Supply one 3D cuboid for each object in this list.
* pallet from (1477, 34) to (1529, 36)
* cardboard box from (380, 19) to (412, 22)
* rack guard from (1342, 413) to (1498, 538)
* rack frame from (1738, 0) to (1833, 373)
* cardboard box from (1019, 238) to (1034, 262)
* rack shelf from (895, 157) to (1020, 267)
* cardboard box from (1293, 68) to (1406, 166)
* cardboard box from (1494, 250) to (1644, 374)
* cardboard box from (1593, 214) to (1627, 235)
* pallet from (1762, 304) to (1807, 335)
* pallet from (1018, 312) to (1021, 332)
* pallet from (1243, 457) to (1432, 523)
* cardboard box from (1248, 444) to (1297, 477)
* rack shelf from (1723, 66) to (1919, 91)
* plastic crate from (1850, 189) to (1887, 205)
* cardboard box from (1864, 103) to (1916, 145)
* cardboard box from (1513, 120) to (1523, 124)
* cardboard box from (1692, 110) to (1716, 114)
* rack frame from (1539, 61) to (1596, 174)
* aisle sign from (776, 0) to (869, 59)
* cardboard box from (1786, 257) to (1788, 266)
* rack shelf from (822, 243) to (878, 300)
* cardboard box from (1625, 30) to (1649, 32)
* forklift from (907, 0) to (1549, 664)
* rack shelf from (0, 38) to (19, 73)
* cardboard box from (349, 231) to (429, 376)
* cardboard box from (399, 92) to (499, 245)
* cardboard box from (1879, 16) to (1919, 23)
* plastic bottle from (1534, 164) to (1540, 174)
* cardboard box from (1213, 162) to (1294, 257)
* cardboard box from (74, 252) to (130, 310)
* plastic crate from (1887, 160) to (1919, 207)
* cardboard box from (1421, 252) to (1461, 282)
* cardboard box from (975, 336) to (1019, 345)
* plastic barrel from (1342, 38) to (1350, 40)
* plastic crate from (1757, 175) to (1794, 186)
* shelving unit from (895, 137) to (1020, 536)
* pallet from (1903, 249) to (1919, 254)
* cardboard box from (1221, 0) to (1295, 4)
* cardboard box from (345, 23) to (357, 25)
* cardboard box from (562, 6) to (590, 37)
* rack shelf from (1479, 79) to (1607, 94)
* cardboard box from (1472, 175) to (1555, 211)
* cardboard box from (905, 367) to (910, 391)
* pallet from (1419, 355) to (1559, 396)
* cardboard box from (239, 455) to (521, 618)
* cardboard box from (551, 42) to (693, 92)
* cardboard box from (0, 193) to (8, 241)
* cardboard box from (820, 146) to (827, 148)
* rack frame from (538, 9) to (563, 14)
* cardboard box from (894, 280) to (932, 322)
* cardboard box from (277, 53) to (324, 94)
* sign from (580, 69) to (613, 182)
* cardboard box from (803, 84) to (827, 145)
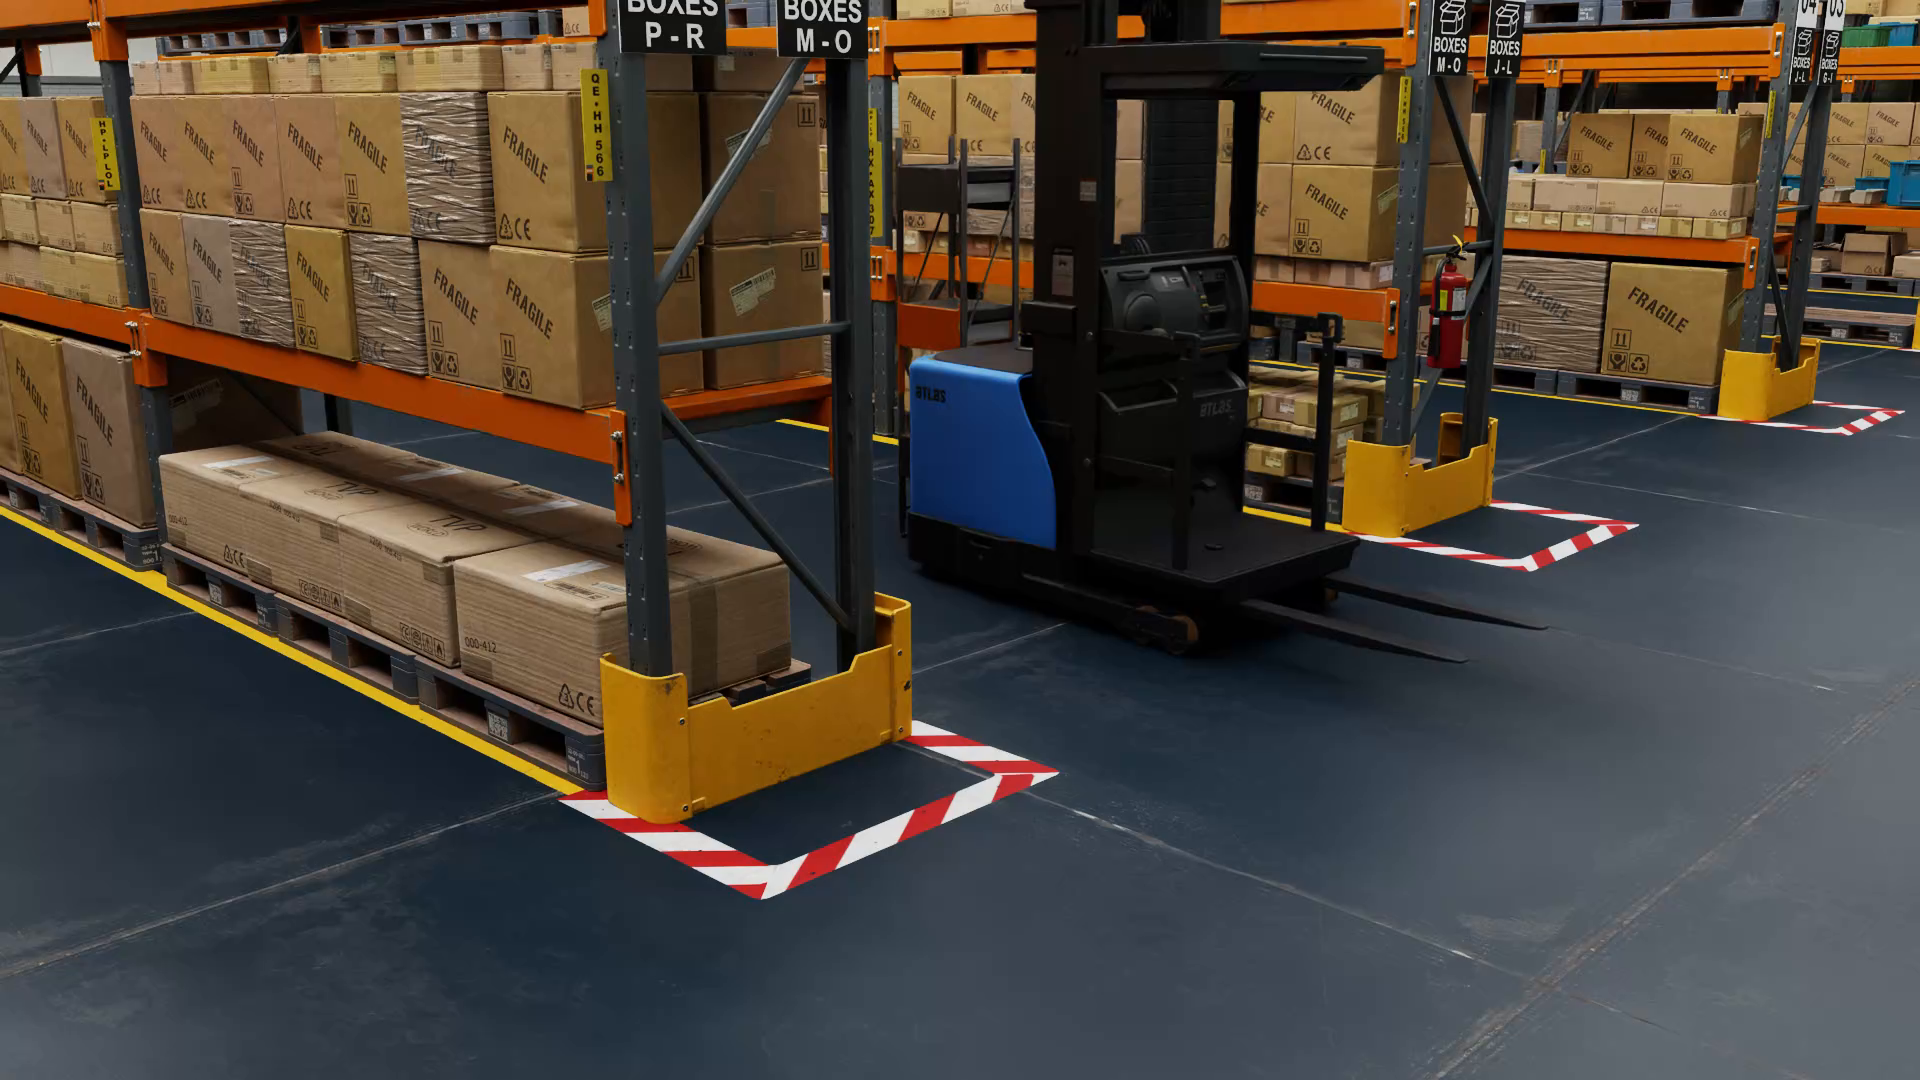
[{"bbox_3d":[6.106,-5.539,18.667,1.003,0.211,1.213,14,20,42],"label":"pallet"},{"bbox_3d":[-5.354,-5.214,16.311,0.500,0.250,0.500,14,20,43],"label":"cardboard box"},{"bbox_3d":[2.610,-0.381,9.405,0.348,0.500,1.175,14,20,42],"label":"rack guard"},{"bbox_3d":[6.180,-2.460,12.426,0.127,3.000,1.000,14,20,42],"label":"rack frame"},{"bbox_3d":[0.556,-1.874,10.673,0.380,0.149,0.250,-14,20,-43],"label":"cardboard box"},{"bbox_3d":[-0.013,-1.690,8.531,0.431,0.518,0.480,-13,20,-41],"label":"rack shelf"},{"bbox_3d":[2.163,-2.289,8.996,0.500,0.500,0.500,13,20,41],"label":"cardboard box"},{"bbox_3d":[5.009,-1.892,13.626,0.875,0.875,0.875,14,20,42],"label":"cardboard box"},{"bbox_3d":[5.147,-2.475,12.979,0.250,0.149,0.380,14,20,43],"label":"cardboard box"},{"bbox_3d":[8.177,-2.375,17.628,1.213,0.211,1.003,14,20,42],"label":"pallet"},{"bbox_3d":[0.936,-2.359,17.569,1.213,0.211,1.003,14,20,42],"label":"pallet"},{"bbox_3d":[2.050,-0.390,10.011,1.213,0.211,1.003,14,20,42],"label":"pallet"},{"bbox_3d":[1.886,-0.482,9.655,0.380,0.149,0.250,-14,20,-42],"label":"cardboard box"},{"bbox_3d":[11.619,-5.711,20.380,4.000,0.370,1.077,14,20,42],"label":"rack shelf"},{"bbox_3d":[8.905,-3.371,16.323,0.243,0.136,0.396,14,20,42],"label":"plastic crate"},{"bbox_3d":[11.437,-5.086,20.321,0.500,0.500,0.500,-14,20,-42],"label":"cardboard box"},{"bbox_3d":[9.478,-7.113,29.213,0.500,0.500,0.700,14,20,42],"label":"cardboard box"},{"bbox_3d":[12.005,-6.727,26.487,0.500,0.250,0.500,13,20,41],"label":"cardboard box"},{"bbox_3d":[6.739,-4.059,18.563,0.127,3.000,1.000,14,20,42],"label":"rack frame"},{"bbox_3d":[-0.445,-1.960,5.348,0.004,0.787,0.394,14,20,42],"label":"aisle sign"},{"bbox_3d":[11.098,-3.688,21.920,0.250,0.149,0.380,14,20,42],"label":"cardboard box"},{"bbox_3d":[-1.655,-2.280,13.159,4.000,0.370,1.077,14,20,42],"label":"rack shelf"},{"bbox_3d":[9.371,-6.924,22.377,0.600,0.600,0.600,13,20,42],"label":"cardboard box"},{"bbox_3d":[1.108,-1.078,7.257,1.130,2.935,3.031,-13,20,-41],"label":"forklift"},{"bbox_3d":[-7.897,-3.515,11.951,4.000,0.370,1.077,14,20,42],"label":"rack shelf"},{"bbox_3d":[-1.957,-0.925,6.335,0.500,0.500,0.500,-14,20,-43],"label":"cardboard box"},{"bbox_3d":[-1.607,-1.321,5.872,0.500,0.500,0.500,14,20,42],"label":"cardboard box"},{"bbox_3d":[11.430,-6.184,20.075,0.500,0.250,0.500,14,20,42],"label":"cardboard box"},{"bbox_3d":[6.681,-4.163,19.058,0.185,0.351,0.144,14,20,42],"label":"plastic bottle"},{"bbox_3d":[1.795,-1.893,9.460,0.500,0.500,0.500,13,20,41],"label":"cardboard box"},{"bbox_3d":[-4.076,-1.322,8.353,0.500,0.250,0.500,13,19,41],"label":"cardboard box"},{"bbox_3d":[9.247,-3.430,15.959,0.499,0.435,0.616,14,20,42],"label":"plastic crate"},{"bbox_3d":[2.659,-1.572,9.516,0.250,0.149,0.380,13,20,42],"label":"cardboard box"},{"bbox_3d":[0.222,-1.374,11.899,0.380,0.149,0.250,-14,20,-43],"label":"cardboard box"},{"bbox_3d":[4.733,-6.186,20.218,0.301,0.262,0.301,0,15,0],"label":"plastic barrel"},{"bbox_3d":[8.505,-3.693,17.371,0.300,0.233,0.416,14,20,42],"label":"plastic crate"},{"bbox_3d":[-0.013,-1.026,8.704,0.431,2.100,0.503,-13,20,-41],"label":"shelving unit"},{"bbox_3d":[14.108,-4.361,25.250,1.213,0.211,1.003,14,20,42],"label":"pallet"},{"bbox_3d":[1.781,-3.076,9.138,0.500,0.250,0.500,14,20,42],"label":"cardboard box"},{"bbox_3d":[-6.188,-5.430,17.340,0.250,0.149,0.380,14,20,42],"label":"cardboard box"},{"bbox_3d":[-2.868,-4.330,13.452,0.500,0.500,0.500,14,20,42],"label":"cardboard box"},{"bbox_3d":[9.296,-8.011,29.207,4.000,0.370,1.077,14,20,42],"label":"rack shelf"},{"bbox_3d":[4.538,-2.837,13.577,0.500,0.250,0.500,14,20,42],"label":"cardboard box"},{"bbox_3d":[-0.176,-1.124,11.528,0.380,0.149,0.250,-13,20,-42],"label":"cardboard box"},{"bbox_3d":[4.676,-1.450,14.079,1.213,0.211,1.003,14,20,42],"label":"pallet"},{"bbox_3d":[-2.555,-0.039,7.382,0.875,0.438,0.875,13,19,41],"label":"cardboard box"},{"bbox_3d":[-1.096,-1.534,5.403,0.250,0.149,0.380,14,20,43],"label":"cardboard box"},{"bbox_3d":[-5.186,-1.826,9.298,0.500,0.250,0.500,14,20,43],"label":"cardboard box"},{"bbox_3d":[-0.929,-2.982,12.912,0.250,0.149,0.380,13,20,42],"label":"cardboard box"},{"bbox_3d":[-3.094,-5.881,13.655,0.127,3.000,1.000,14,20,42],"label":"rack frame"},{"bbox_3d":[-0.563,-1.812,12.573,0.500,0.250,0.500,13,19,40],"label":"cardboard box"},{"bbox_3d":[-2.447,-1.835,6.559,0.250,0.149,0.380,14,20,42],"label":"cardboard box"},{"bbox_3d":[-1.085,-1.240,4.978,0.005,0.325,0.100,14,20,42],"label":"sign"},{"bbox_3d":[-1.984,-4.890,19.726,1.000,1.000,1.000,14,20,43],"label":"cardboard box"}]
